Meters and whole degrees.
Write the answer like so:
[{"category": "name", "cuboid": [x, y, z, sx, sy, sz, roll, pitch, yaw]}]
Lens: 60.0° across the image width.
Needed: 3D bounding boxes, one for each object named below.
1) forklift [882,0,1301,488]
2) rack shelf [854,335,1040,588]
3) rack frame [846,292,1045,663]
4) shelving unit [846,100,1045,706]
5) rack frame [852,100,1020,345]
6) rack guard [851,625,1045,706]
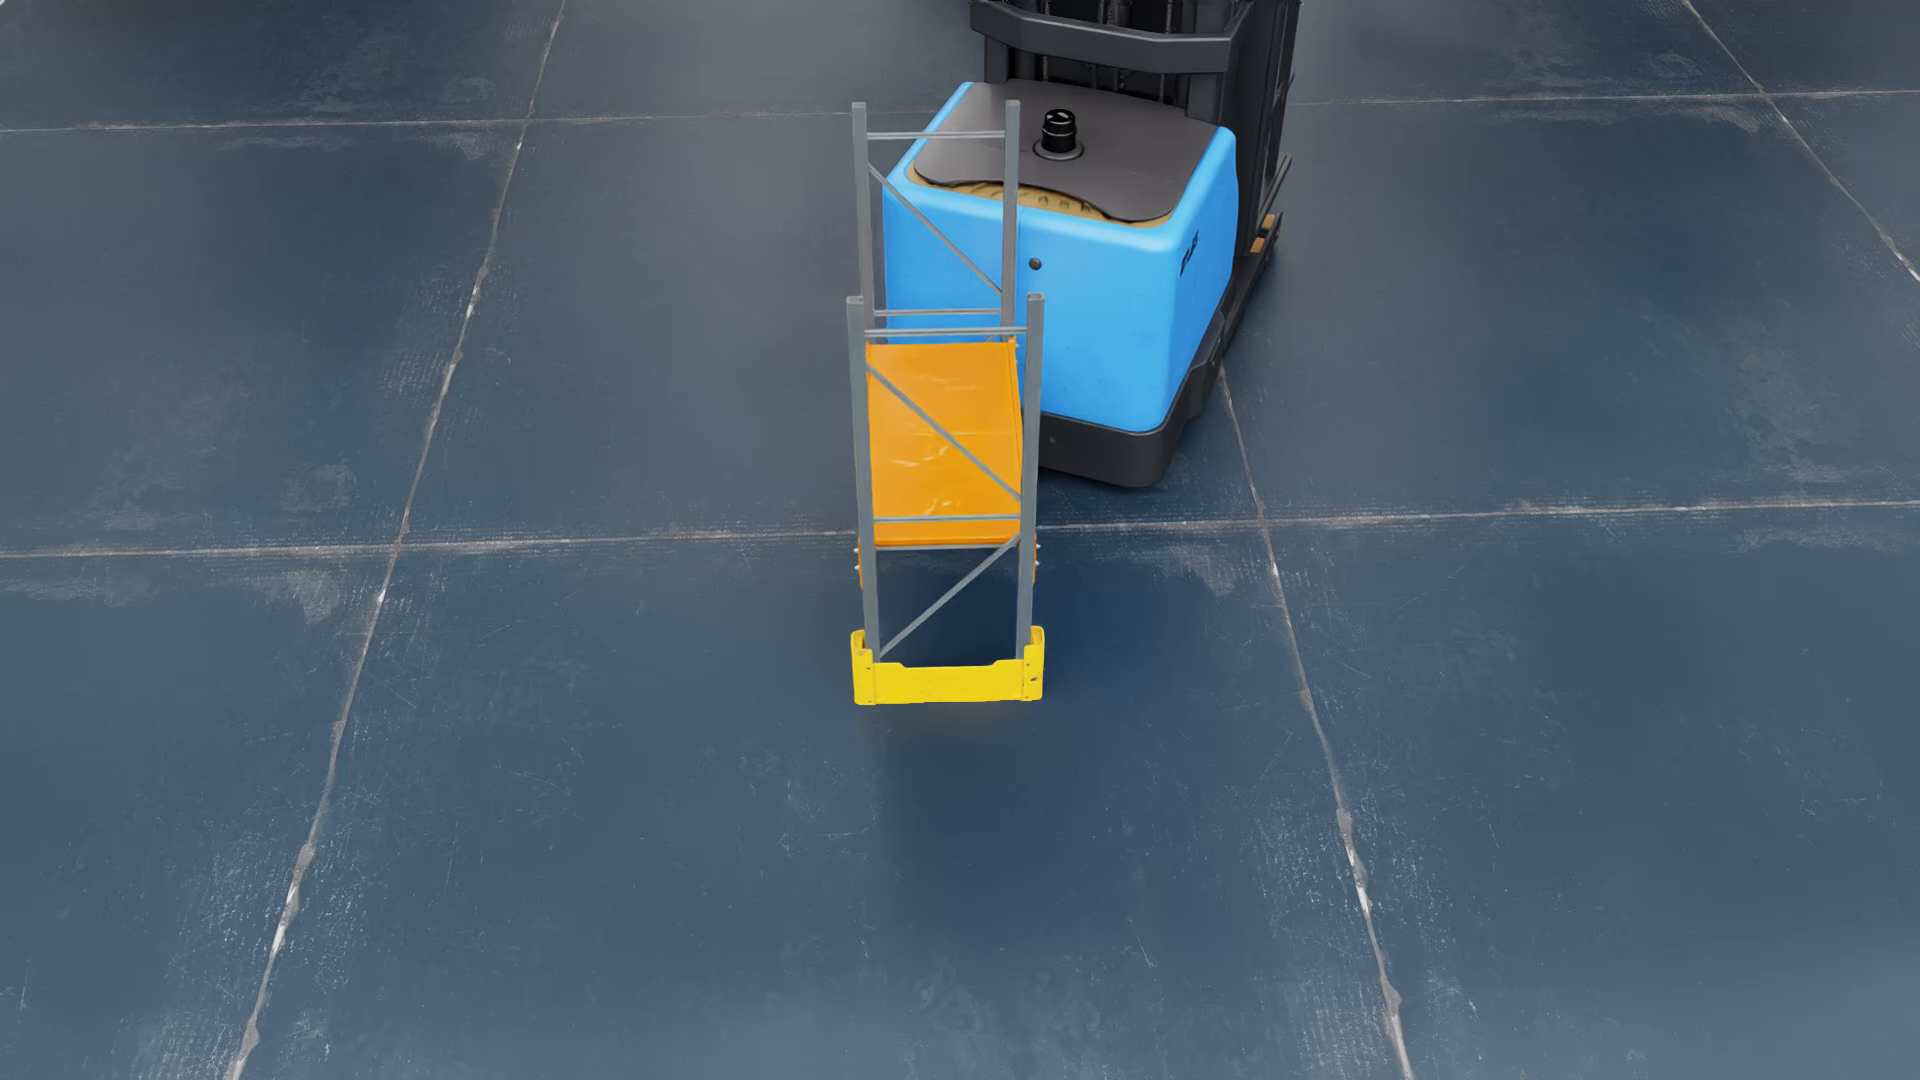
[{"category": "forklift", "cuboid": [0.724, -2.272, 6.059, 1.130, 2.935, 3.031, 14, 44, 15]}, {"category": "rack shelf", "cuboid": [-0.054, -0.269, 5.200, 0.538, 0.185, 1.000, -1, 43, -1]}, {"category": "rack frame", "cuboid": [-0.036, -0.058, 4.704, 0.500, 1.500, 0.032, -1, 43, -1]}, {"category": "shelving unit", "cuboid": [-0.054, -0.408, 5.085, 0.587, 1.500, 1.083, -1, 43, -1]}, {"category": "rack frame", "cuboid": [-0.072, -0.745, 5.453, 0.500, 1.500, 0.032, -1, 43, -1]}, {"category": "rack guard", "cuboid": [-0.037, 0.389, 5.140, 0.587, 0.250, 0.087, -1, 43, -1]}]
